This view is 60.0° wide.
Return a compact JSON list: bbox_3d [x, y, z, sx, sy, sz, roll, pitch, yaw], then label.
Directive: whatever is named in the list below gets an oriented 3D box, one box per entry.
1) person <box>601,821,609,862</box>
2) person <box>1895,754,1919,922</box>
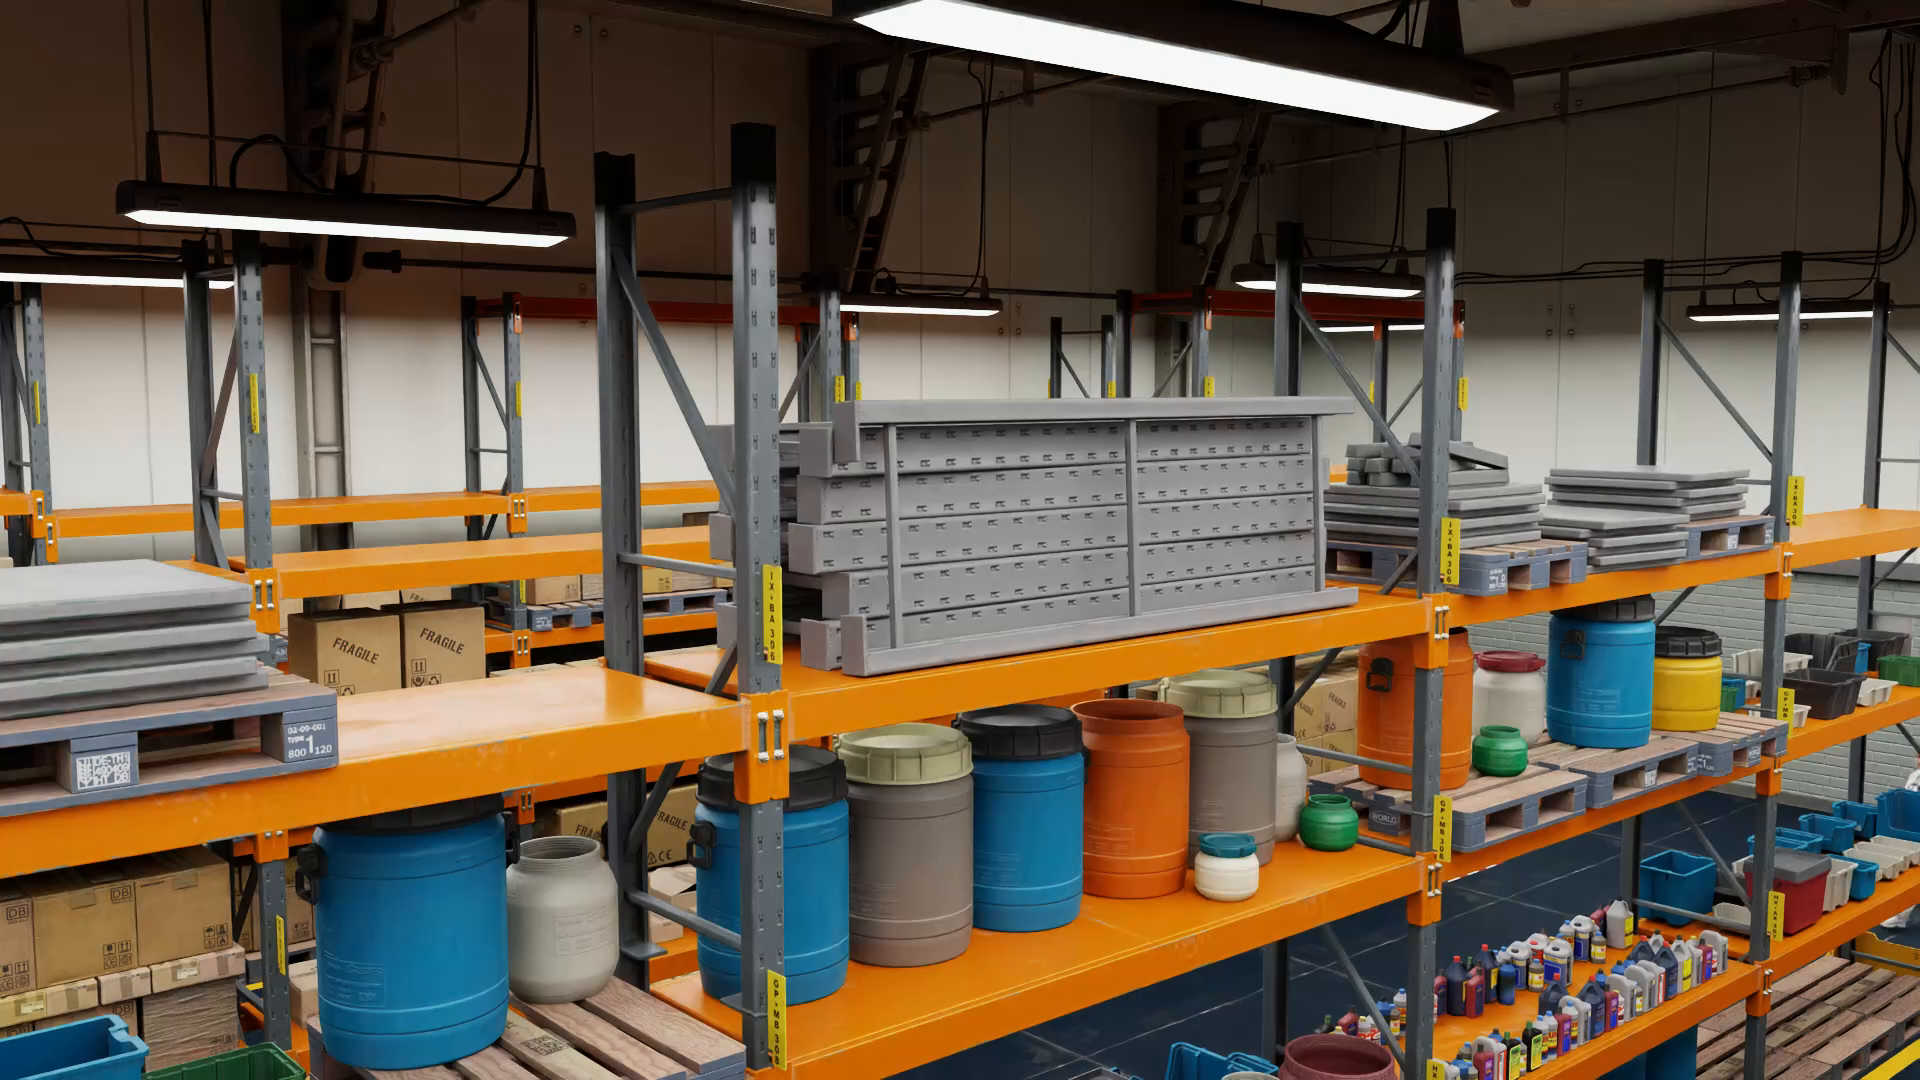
[{"bbox_3d":[-2.860,2.950,14.035,0.451,1.654,0.566,-3,6,-30],"label":"person"},{"bbox_3d":[9.242,2.767,15.811,1.015,1.665,0.639,-1,5,-10],"label":"person"}]
